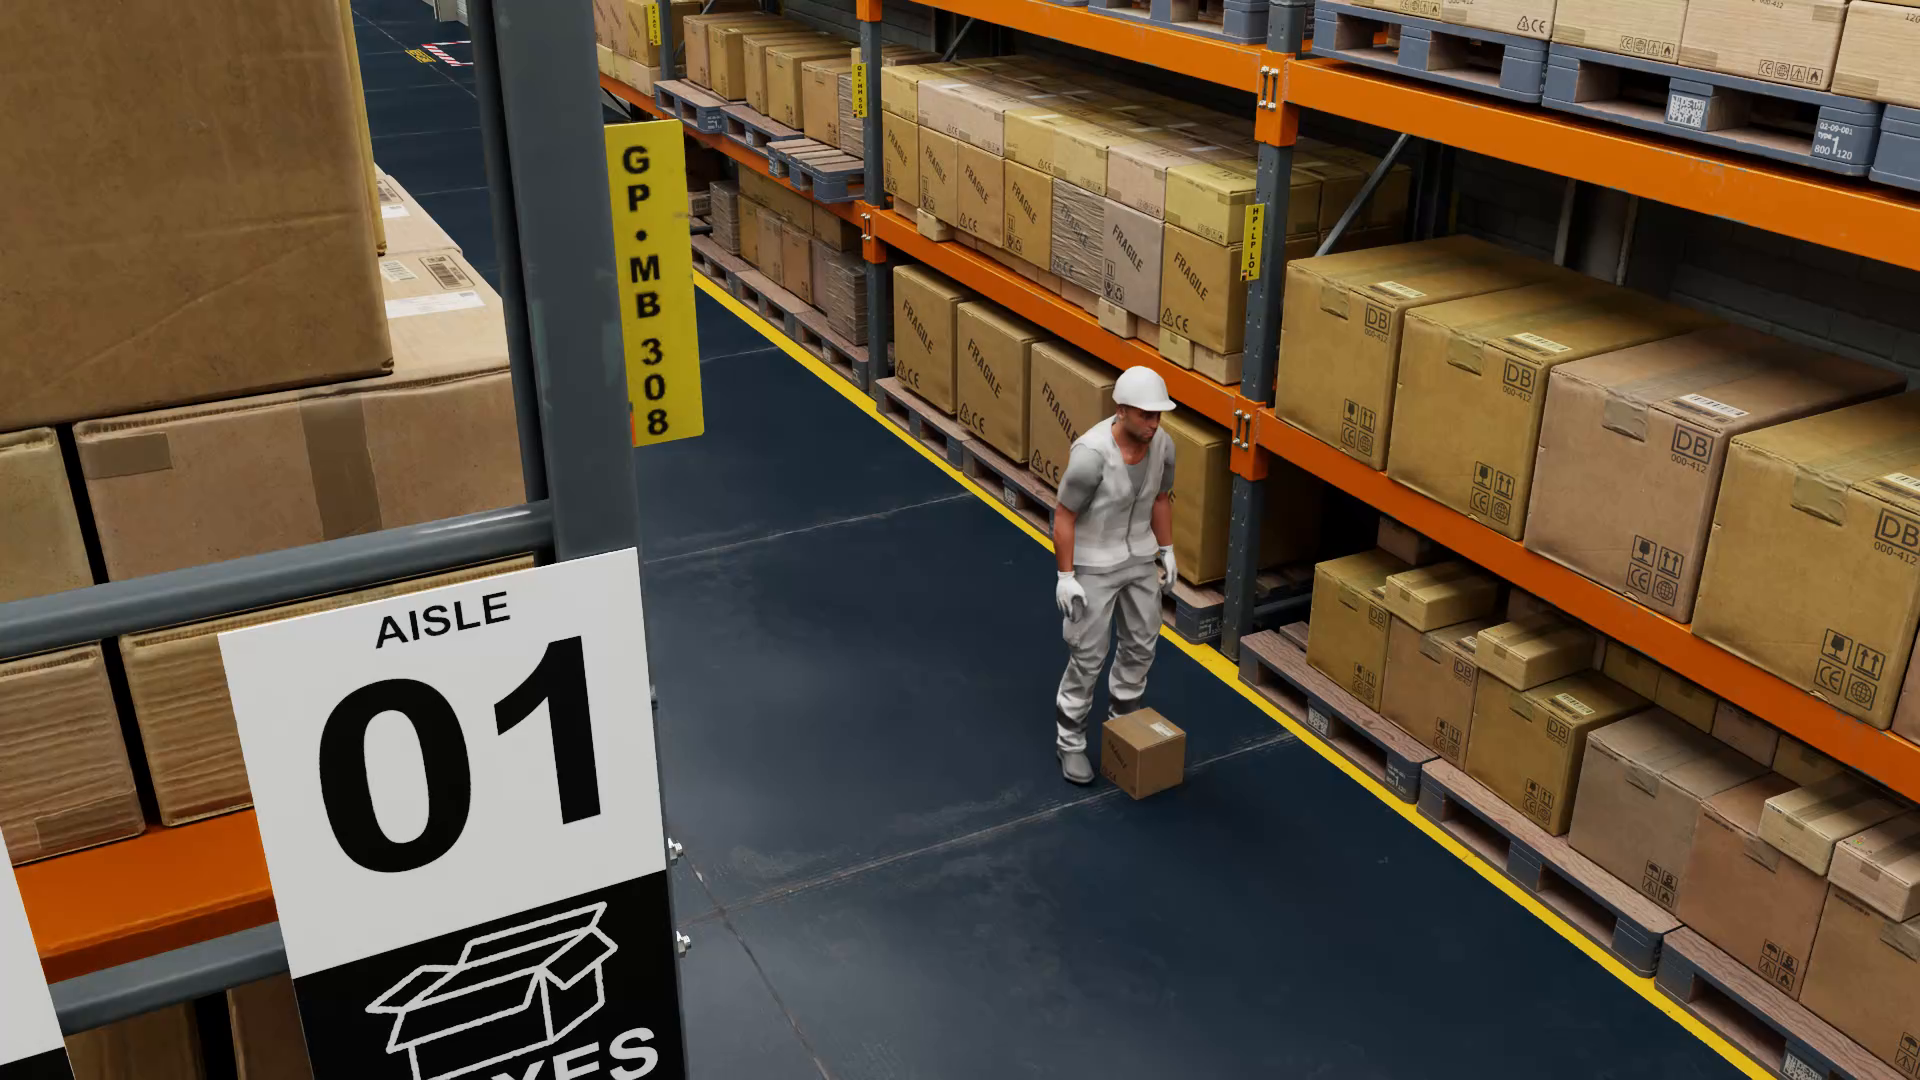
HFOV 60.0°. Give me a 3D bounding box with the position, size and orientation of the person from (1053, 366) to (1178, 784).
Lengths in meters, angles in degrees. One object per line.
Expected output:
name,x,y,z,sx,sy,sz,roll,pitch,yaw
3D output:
person,0.649,0.124,6.831,0.610,1.777,0.452,-14,29,-28
